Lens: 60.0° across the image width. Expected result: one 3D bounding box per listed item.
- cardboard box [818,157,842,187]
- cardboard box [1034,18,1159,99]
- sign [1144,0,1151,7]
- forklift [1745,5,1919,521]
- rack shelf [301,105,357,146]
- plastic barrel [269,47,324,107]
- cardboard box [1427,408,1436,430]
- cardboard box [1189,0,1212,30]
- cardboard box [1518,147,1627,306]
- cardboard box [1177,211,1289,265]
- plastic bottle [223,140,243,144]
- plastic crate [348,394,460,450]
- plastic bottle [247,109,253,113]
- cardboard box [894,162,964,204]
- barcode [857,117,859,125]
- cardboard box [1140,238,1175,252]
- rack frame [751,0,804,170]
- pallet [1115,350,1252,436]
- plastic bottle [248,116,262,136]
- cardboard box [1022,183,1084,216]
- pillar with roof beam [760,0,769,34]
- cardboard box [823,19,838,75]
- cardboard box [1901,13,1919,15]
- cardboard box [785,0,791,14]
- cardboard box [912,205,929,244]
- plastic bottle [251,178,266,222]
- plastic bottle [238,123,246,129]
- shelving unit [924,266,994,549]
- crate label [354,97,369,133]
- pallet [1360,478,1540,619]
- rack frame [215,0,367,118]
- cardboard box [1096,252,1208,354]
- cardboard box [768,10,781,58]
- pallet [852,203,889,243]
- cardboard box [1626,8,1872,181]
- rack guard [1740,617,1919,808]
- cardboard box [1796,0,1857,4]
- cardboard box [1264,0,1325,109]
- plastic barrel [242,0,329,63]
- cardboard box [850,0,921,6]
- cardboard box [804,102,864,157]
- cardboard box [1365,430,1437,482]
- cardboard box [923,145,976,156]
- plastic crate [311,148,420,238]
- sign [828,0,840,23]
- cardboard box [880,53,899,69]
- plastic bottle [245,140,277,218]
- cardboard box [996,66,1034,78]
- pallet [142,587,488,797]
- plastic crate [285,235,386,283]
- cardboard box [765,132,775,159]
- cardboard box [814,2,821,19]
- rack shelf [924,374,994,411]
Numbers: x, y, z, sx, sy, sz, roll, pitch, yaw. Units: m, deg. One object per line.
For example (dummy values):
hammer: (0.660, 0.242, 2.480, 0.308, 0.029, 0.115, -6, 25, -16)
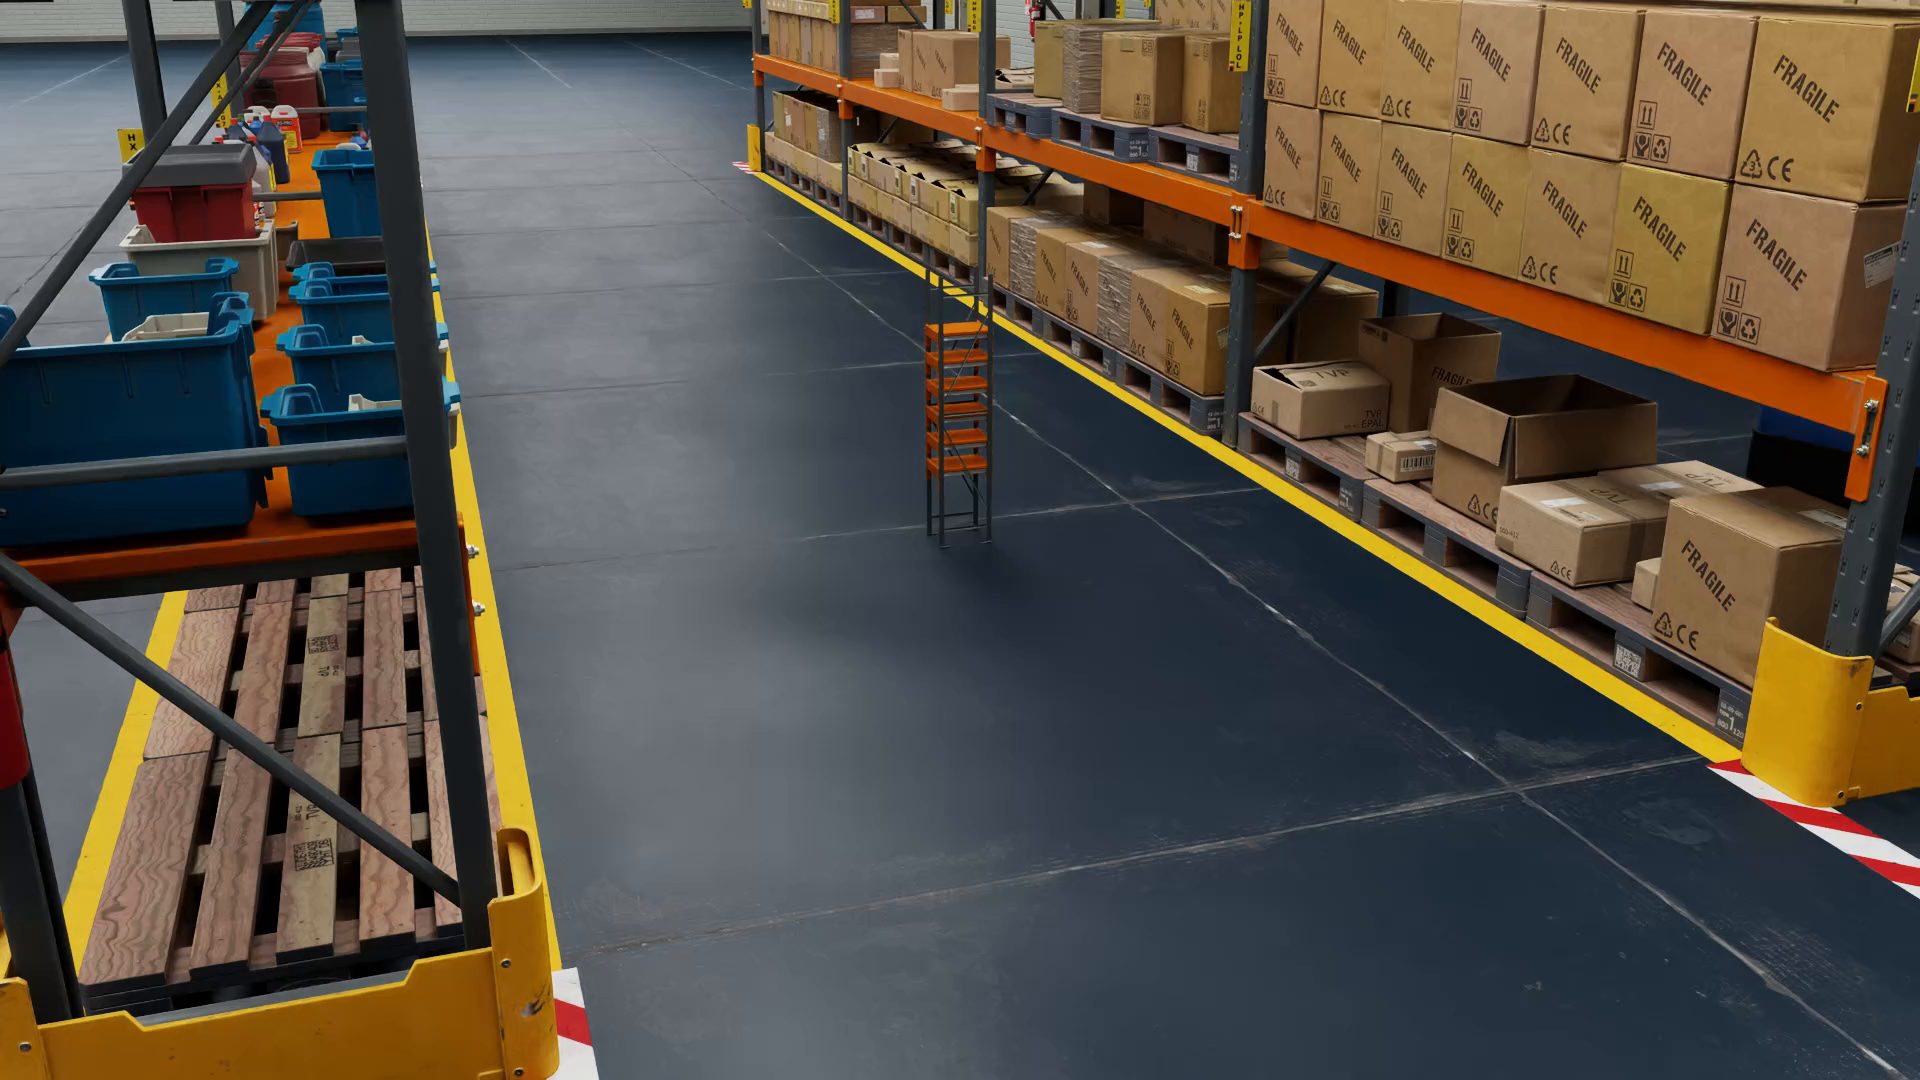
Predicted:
cardboard box: (-1.131, -3.715, 16.768, 0.500, 0.250, 0.500, -6, 21, -17)
cardboard box: (0.932, -3.295, 11.384, 0.700, 0.500, 0.500, -15, 24, -35)
sign: (2.299, -6.685, 20.310, 0.100, 0.325, 0.005, -6, 21, -17)
forklift: (5.261, -1.803, 8.100, 3.031, 2.935, 1.130, -16, 25, -37)
rack shelf: (-4.705, -3.019, 12.447, 1.077, 0.370, 4.000, -6, 21, -17)
plastic barrel: (-4.735, -3.211, 11.752, 0.421, 0.512, 0.421, 0, 20, 0)
cardboard box: (2.507, -0.556, 8.092, 0.380, 0.149, 0.250, -6, 21, -17)
cardboard box: (2.981, -6.116, 19.089, 0.500, 0.500, 0.500, -7, 21, -19)
cardboard box: (2.424, -1.162, 6.066, 0.500, 0.500, 0.500, -6, 21, -17)
cardboard box: (1.649, -1.842, 10.046, 0.500, 0.250, 0.500, -6, 21, -17)
plastic bottle: (-3.639, -1.862, 8.347, 0.152, 0.276, 0.135, -6, 21, -17)
plastic crate: (-1.350, -0.278, 4.055, 0.250, 0.136, 0.298, -6, 21, -17)
plastic bottle: (-4.237, -2.441, 9.967, 0.097, 0.271, 0.097, 0, 20, 0)
cardboard box: (-0.253, -3.039, 14.058, 0.500, 0.311, 0.500, -6, 21, -16)
barcode: (-0.945, -3.880, 15.409, 0.001, 0.075, 0.075, -6, 21, -17)
cardboard box: (1.477, -1.662, 10.653, 0.500, 0.500, 0.500, -7, 21, -19)
rack frame: (-1.888, -5.808, 19.148, 1.000, 3.000, 0.127, -6, 21, -17)
pallet: (1.593, -0.901, 9.614, 1.003, 0.211, 1.213, -6, 21, -17)
plastic bottle: (-4.034, -2.299, 9.571, 0.097, 0.271, 0.097, 0, 20, 0)
cardboard box: (0.741, -2.607, 12.855, 0.500, 0.311, 0.500, -6, 21, -15)
pillar with roof beam: (-9.661, -18.196, 44.763, 9.100, 9.000, 0.400, -6, 21, -17)
cardboard box: (-0.948, -4.881, 16.422, 0.700, 0.500, 0.500, -7, 21, -18)
cardboard box: (3.252, -1.361, 5.142, 0.500, 0.500, 0.500, -6, 21, -16)
cardboard box: (-1.643, -5.680, 17.686, 0.380, 0.149, 0.250, -7, 21, -19)
cardboard box: (-0.091, -2.614, 13.702, 0.500, 0.250, 0.500, -6, 21, -16)
plastic bottle: (-3.252, -1.567, 7.635, 0.097, 0.201, 0.097, 0, 20, 0)
plastic bottle: (-3.977, -2.176, 9.228, 0.097, 0.271, 0.097, 0, 20, 0)
shelving unit: (-0.005, -0.569, 7.227, 0.258, 1.200, 0.189, -6, 21, -17)
crate label: (-3.853, -2.812, 11.055, 0.303, 0.233, 0.416, -6, 21, -17)
pallet: (2.486, -0.032, 7.193, 1.003, 0.211, 1.213, -6, 21, -17)
rack frame: (-4.077, -2.715, 10.539, 1.000, 3.000, 0.127, -6, 21, -17)
cardboard box: (1.152, -1.436, 10.024, 0.500, 0.500, 0.500, -6, 21, -17)
cardboard box: (-1.753, -5.704, 18.711, 0.700, 0.500, 0.500, -6, 21, -17)
pallet: (-0.362, -2.979, 15.399, 1.003, 0.211, 1.213, -6, 21, -17)
cardboard box: (2.581, -1.466, 5.435, 0.500, 0.500, 0.500, -6, 21, -16)
rack guard: (3.117, 0.479, 5.344, 1.175, 0.500, 0.348, -6, 21, -17)
cardboard box: (5.884, -3.485, 10.956, 0.500, 0.250, 0.500, -6, 21, -16)
cardboard box: (1.765, -2.293, 7.737, 0.500, 0.500, 0.500, -6, 21, -16)
plastic barrel: (-5.500, -4.079, 13.593, 0.600, 0.901, 0.708, -6, 21, -17)
cardboard box: (-0.776, -5.323, 15.733, 0.700, 0.500, 0.500, -6, 21, -17)
cardboard box: (-1.291, -4.228, 17.087, 0.500, 0.500, 0.500, -6, 21, -17)
cardboard box: (2.092, -0.396, 7.623, 0.380, 0.166, 0.250, -6, 21, -17)
cardboard box: (-0.061, -3.426, 15.134, 0.500, 0.311, 0.500, -6, 21, -16)
plastic crate: (-2.349, -1.339, 6.642, 0.392, 0.384, 0.575, -6, 21, -17)
sign: (-1.157, -4.909, 15.249, 0.100, 0.325, 0.005, -6, 21, -17)
cardboard box: (-0.434, -4.300, 15.173, 0.500, 0.250, 0.500, -5, 20, -14)
plastic bottle: (-3.282, -1.684, 7.741, 0.144, 0.351, 0.185, -6, 21, -17)
cardboard box: (0.530, -3.506, 12.872, 0.500, 0.311, 0.500, -7, 21, -18)
pallet: (-2.164, 0.505, 5.699, 1.003, 0.211, 1.213, -6, 21, -17)
plastic crate: (-2.213, -1.000, 6.081, 0.437, 0.125, 0.590, -6, 21, -17)
cardboard box: (-1.930, -4.516, 18.997, 0.500, 0.250, 0.500, -6, 21, -17)
cardboard box: (-1.237, -5.268, 16.537, 0.380, 0.149, 0.250, -6, 21, -17)
rack shelf: (-0.005, -0.640, 7.201, 0.258, 0.103, 0.180, -6, 21, -17)
